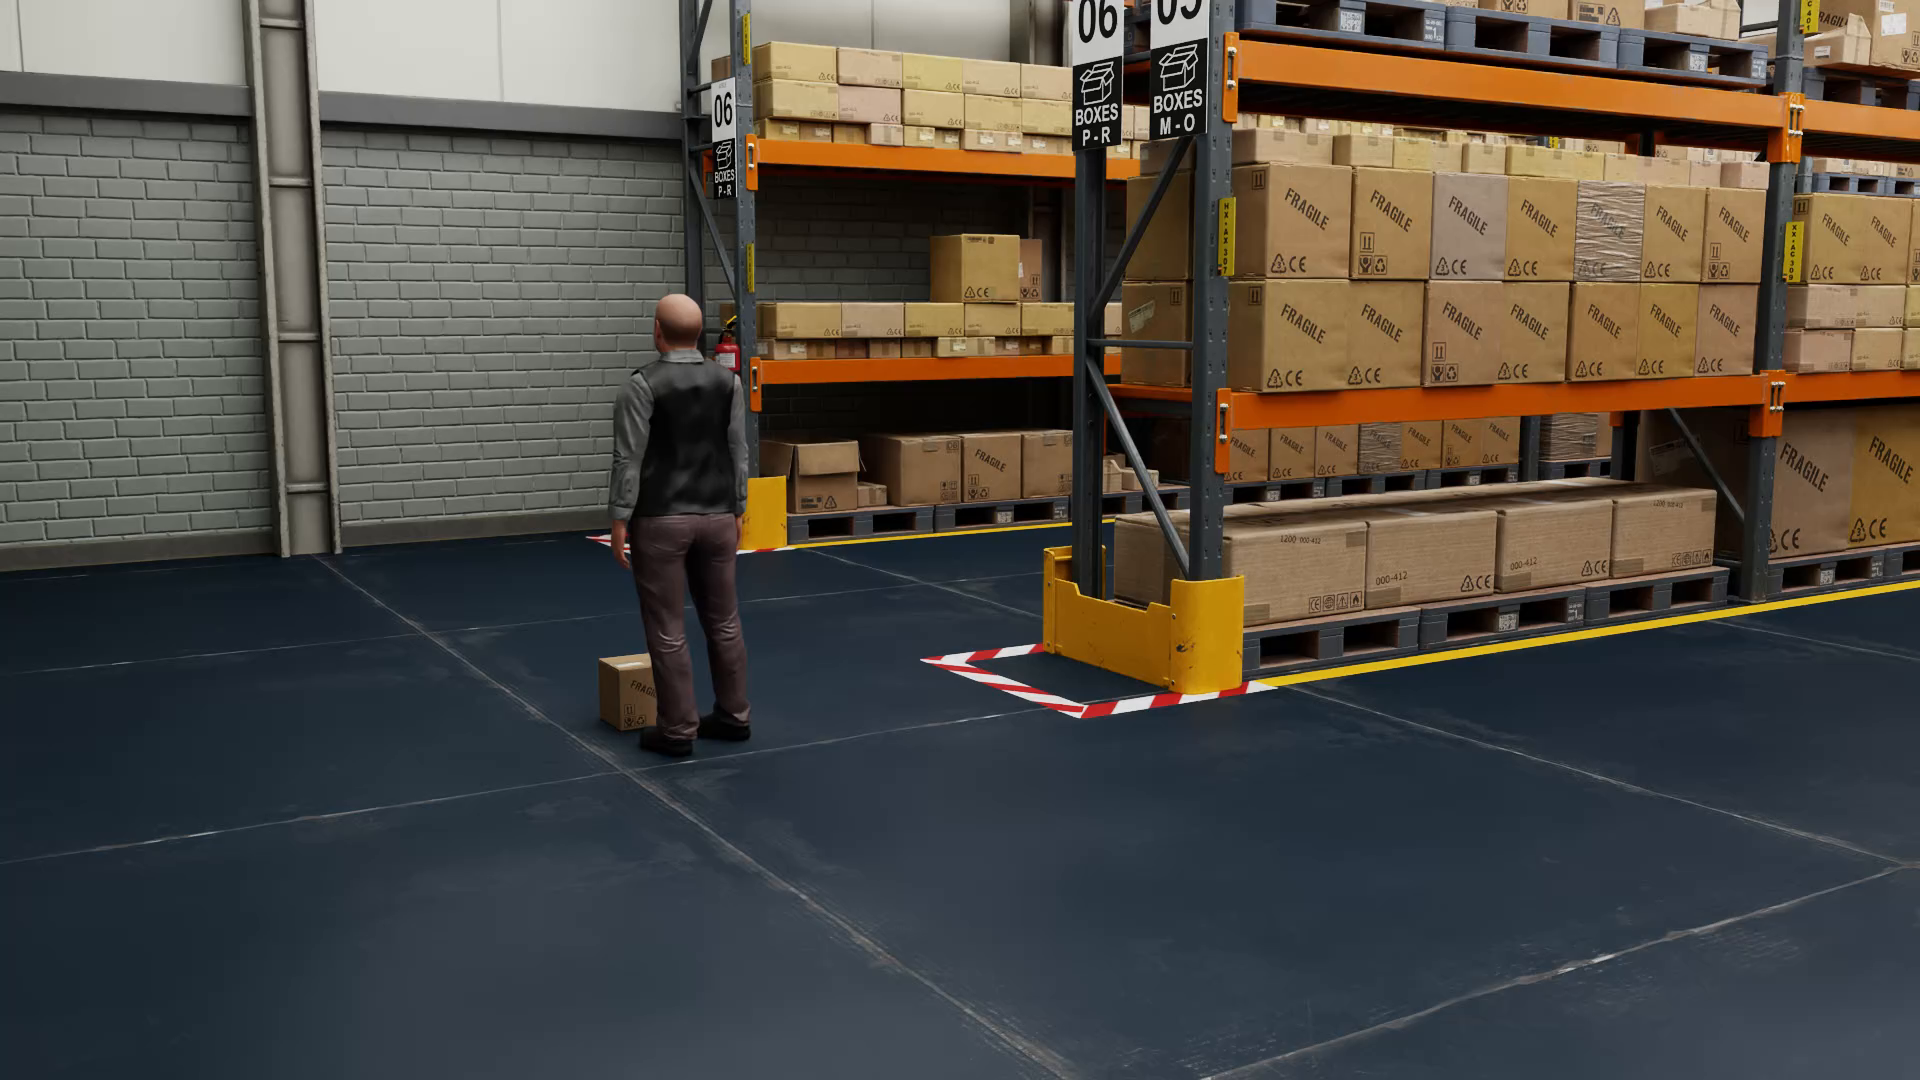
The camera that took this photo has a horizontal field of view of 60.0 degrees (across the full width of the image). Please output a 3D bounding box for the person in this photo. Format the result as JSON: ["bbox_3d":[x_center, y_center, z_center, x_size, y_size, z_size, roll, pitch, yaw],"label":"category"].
[{"bbox_3d":[-1.074,-0.060,6.284,0.572,1.721,0.402,-6,10,-36],"label":"person"}]
